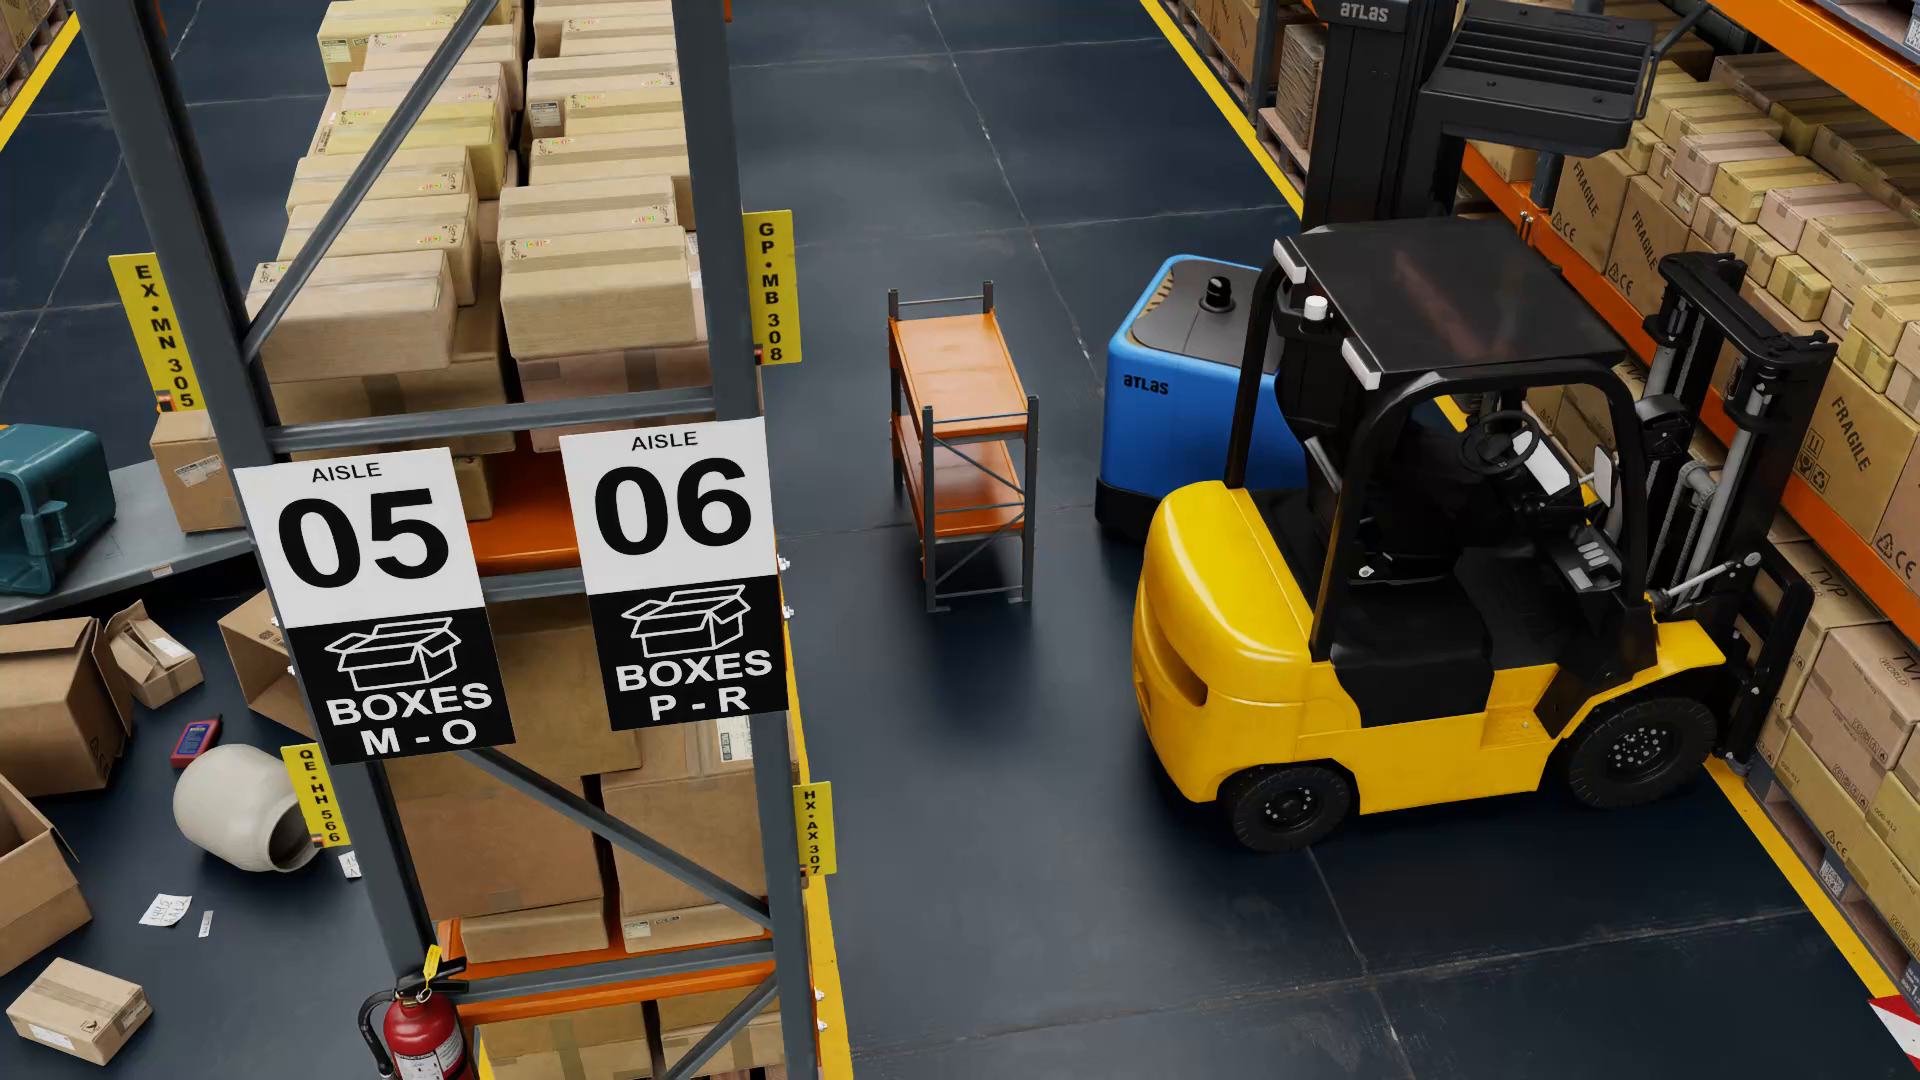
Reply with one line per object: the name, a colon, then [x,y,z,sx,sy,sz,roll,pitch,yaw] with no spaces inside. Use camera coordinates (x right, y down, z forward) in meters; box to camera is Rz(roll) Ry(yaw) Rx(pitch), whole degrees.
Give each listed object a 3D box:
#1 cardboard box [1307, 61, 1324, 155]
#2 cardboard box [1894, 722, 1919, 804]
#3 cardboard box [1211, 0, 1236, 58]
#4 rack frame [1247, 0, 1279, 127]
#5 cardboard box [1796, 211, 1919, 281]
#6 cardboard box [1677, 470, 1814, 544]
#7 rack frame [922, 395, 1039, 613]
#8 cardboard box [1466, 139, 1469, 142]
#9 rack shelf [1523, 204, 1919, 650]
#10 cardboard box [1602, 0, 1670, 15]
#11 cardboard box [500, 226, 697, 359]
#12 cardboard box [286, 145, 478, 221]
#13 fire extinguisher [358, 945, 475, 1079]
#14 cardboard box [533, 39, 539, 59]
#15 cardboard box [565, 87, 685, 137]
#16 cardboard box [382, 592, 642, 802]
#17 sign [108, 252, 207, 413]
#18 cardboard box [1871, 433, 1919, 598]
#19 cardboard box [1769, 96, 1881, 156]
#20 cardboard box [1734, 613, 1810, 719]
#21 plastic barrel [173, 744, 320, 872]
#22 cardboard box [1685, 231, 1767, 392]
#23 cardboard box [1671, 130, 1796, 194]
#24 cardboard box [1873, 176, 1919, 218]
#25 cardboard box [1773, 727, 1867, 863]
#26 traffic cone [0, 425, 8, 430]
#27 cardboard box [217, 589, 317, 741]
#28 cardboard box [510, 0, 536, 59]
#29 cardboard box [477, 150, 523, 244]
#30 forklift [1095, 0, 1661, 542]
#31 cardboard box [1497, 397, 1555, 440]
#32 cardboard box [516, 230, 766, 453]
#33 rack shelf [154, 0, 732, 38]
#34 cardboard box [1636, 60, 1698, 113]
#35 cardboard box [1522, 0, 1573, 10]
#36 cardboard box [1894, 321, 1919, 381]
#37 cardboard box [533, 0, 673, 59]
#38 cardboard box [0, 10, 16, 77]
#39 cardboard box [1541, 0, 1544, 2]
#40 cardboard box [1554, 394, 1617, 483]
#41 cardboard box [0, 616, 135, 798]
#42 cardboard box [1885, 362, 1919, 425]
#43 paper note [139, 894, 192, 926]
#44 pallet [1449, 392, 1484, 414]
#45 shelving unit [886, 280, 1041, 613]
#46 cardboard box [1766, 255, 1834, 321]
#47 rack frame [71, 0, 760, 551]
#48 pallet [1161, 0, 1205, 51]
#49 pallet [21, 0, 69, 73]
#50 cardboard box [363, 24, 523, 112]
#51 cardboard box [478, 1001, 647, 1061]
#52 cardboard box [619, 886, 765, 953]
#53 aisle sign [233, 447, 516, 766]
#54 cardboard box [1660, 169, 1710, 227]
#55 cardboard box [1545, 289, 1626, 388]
cardboard box: [2.808,-2.710,10.787,0.875,0.625,0.625,-5,38,-6]
cardboard box: [3.605,0.858,5.684,0.500,0.250,0.500,-5,38,-6]
cardboard box: [2.227,-3.969,12.509,0.500,0.500,0.500,-7,38,-9]
rack frame: [2.590,-4.254,11.181,1.000,3.000,0.127,-6,38,-8]
cardboard box: [3.420,-1.109,6.279,0.380,0.149,0.250,-6,38,-8]
cardboard box: [3.330,-0.060,6.866,0.500,0.250,0.500,-7,38,-9]
rack frame: [0.088,-0.141,7.415,0.500,1.125,0.032,-6,38,-8]
cardboard box: [2.852,-2.358,8.863,0.500,0.250,0.500,-6,38,-8]
rack shelf: [3.642,-0.346,6.737,1.077,0.370,4.000,-6,38,-8]
cardboard box: [3.402,-2.688,8.555,0.380,0.149,0.250,-6,38,-8]
cardboard box: [-0.755,-0.523,3.488,0.380,0.149,0.250,-6,38,-8]
cardboard box: [-1.314,-0.771,3.807,0.380,0.149,0.250,-7,38,-8]
fire extinguisher: [-1.327,1.263,4.142,0.296,0.674,0.183,-6,38,-8]
cardboard box: [-0.984,-1.387,4.926,0.500,0.250,0.500,-5,38,-7]
cardboard box: [-0.769,-0.991,4.090,0.380,0.149,0.250,-6,38,-8]
cardboard box: [-1.198,0.277,4.209,0.700,0.500,0.500,-7,38,-9]
sign: [-1.444,-0.373,3.018,0.100,0.325,0.005,-6,38,-8]
cardboard box: [3.566,-0.045,5.681,0.500,0.500,0.500,-5,38,-7]
cardboard box: [3.707,-1.777,7.139,0.380,0.149,0.250,-7,38,-8]
cardboard box: [3.411,0.426,6.648,0.500,0.250,0.500,-7,38,-9]
plastic barrel: [-2.746,1.047,6.458,0.512,0.421,0.421,19,42,23]
cardboard box: [3.309,-0.963,6.863,0.500,0.500,0.500,-7,38,-8]
cardboard box: [3.187,-1.559,6.859,0.380,0.149,0.250,-5,38,-7]
cardboard box: [3.837,-1.314,6.544,0.380,0.149,0.250,-7,38,-8]
cardboard box: [3.521,0.947,6.385,0.500,0.250,0.500,-6,38,-8]
traffic cone: [-5.199,-0.679,8.647,0.336,0.463,0.334,-6,38,-8]
cardboard box: [-2.747,0.478,7.126,0.500,0.500,0.500,19,42,23]
cardboard box: [-1.613,-1.635,5.245,0.500,0.250,0.500,-6,38,-8]
cardboard box: [-1.323,-0.714,4.059,0.500,0.250,0.500,-7,38,-9]
forklift: [2.228,-1.116,7.197,3.031,2.935,1.130,15,40,18]
cardboard box: [3.050,-0.590,8.364,0.500,0.250,0.500,-6,38,-7]
cardboard box: [-0.720,-0.461,3.733,0.500,0.250,0.500,-7,38,-9]
rack shelf: [-1.244,-2.178,4.207,1.077,0.370,4.000,-6,38,-8]
cardboard box: [3.055,-2.027,7.461,0.380,0.149,0.250,-5,38,-7]
cardboard box: [2.958,-2.624,8.472,0.380,0.149,0.250,-6,38,-8]
cardboard box: [3.450,-0.634,5.668,0.380,0.149,0.250,-5,38,-7]
cardboard box: [-0.991,-1.445,4.675,0.380,0.149,0.250,-5,38,-7]
cardboard box: [-7.300,-3.679,12.136,0.500,0.500,0.500,-7,38,-9]
cardboard box: [3.297,-2.926,9.187,0.500,0.250,0.500,-7,38,-9]
cardboard box: [3.162,-0.486,7.822,0.500,0.250,0.500,-6,38,-8]
cardboard box: [-3.866,0.694,6.736,0.797,0.637,0.503,-6,38,-8]
cardboard box: [3.471,-0.519,5.762,0.380,0.149,0.250,-7,38,-9]
paper note: [-3.021,1.405,6.326,0.148,0.019,0.142,6,38,8]
pallet: [3.123,-1.178,9.494,1.003,0.211,1.213,-6,38,-8]
shelving unit: [-0.001,-0.448,7.810,0.538,1.125,1.048,-6,38,-8]
cardboard box: [3.339,-0.977,6.352,0.380,0.149,0.250,-7,38,-9]
rack frame: [-0.894,-1.255,2.431,1.000,3.000,0.127,-6,38,-8]
pallet: [2.286,-4.343,13.569,1.003,0.211,1.213,-6,38,-8]
pallet: [-7.715,-3.969,13.087,1.003,0.211,1.213,-6,38,-8]
cardboard box: [-1.364,-1.239,4.410,0.380,0.149,0.250,-7,38,-9]
cardboard box: [-1.291,1.282,5.343,0.500,0.500,0.500,-6,38,-8]
cardboard box: [-0.750,0.986,4.641,0.380,0.149,0.250,-6,38,-8]
aisle sign: [-1.168,0.156,3.385,0.394,0.787,0.004,-6,38,-8]
cardboard box: [3.178,-1.445,6.955,0.380,0.149,0.250,-5,38,-7]
cardboard box: [3.067,-0.987,8.060,0.500,0.250,0.500,-7,38,-9]
